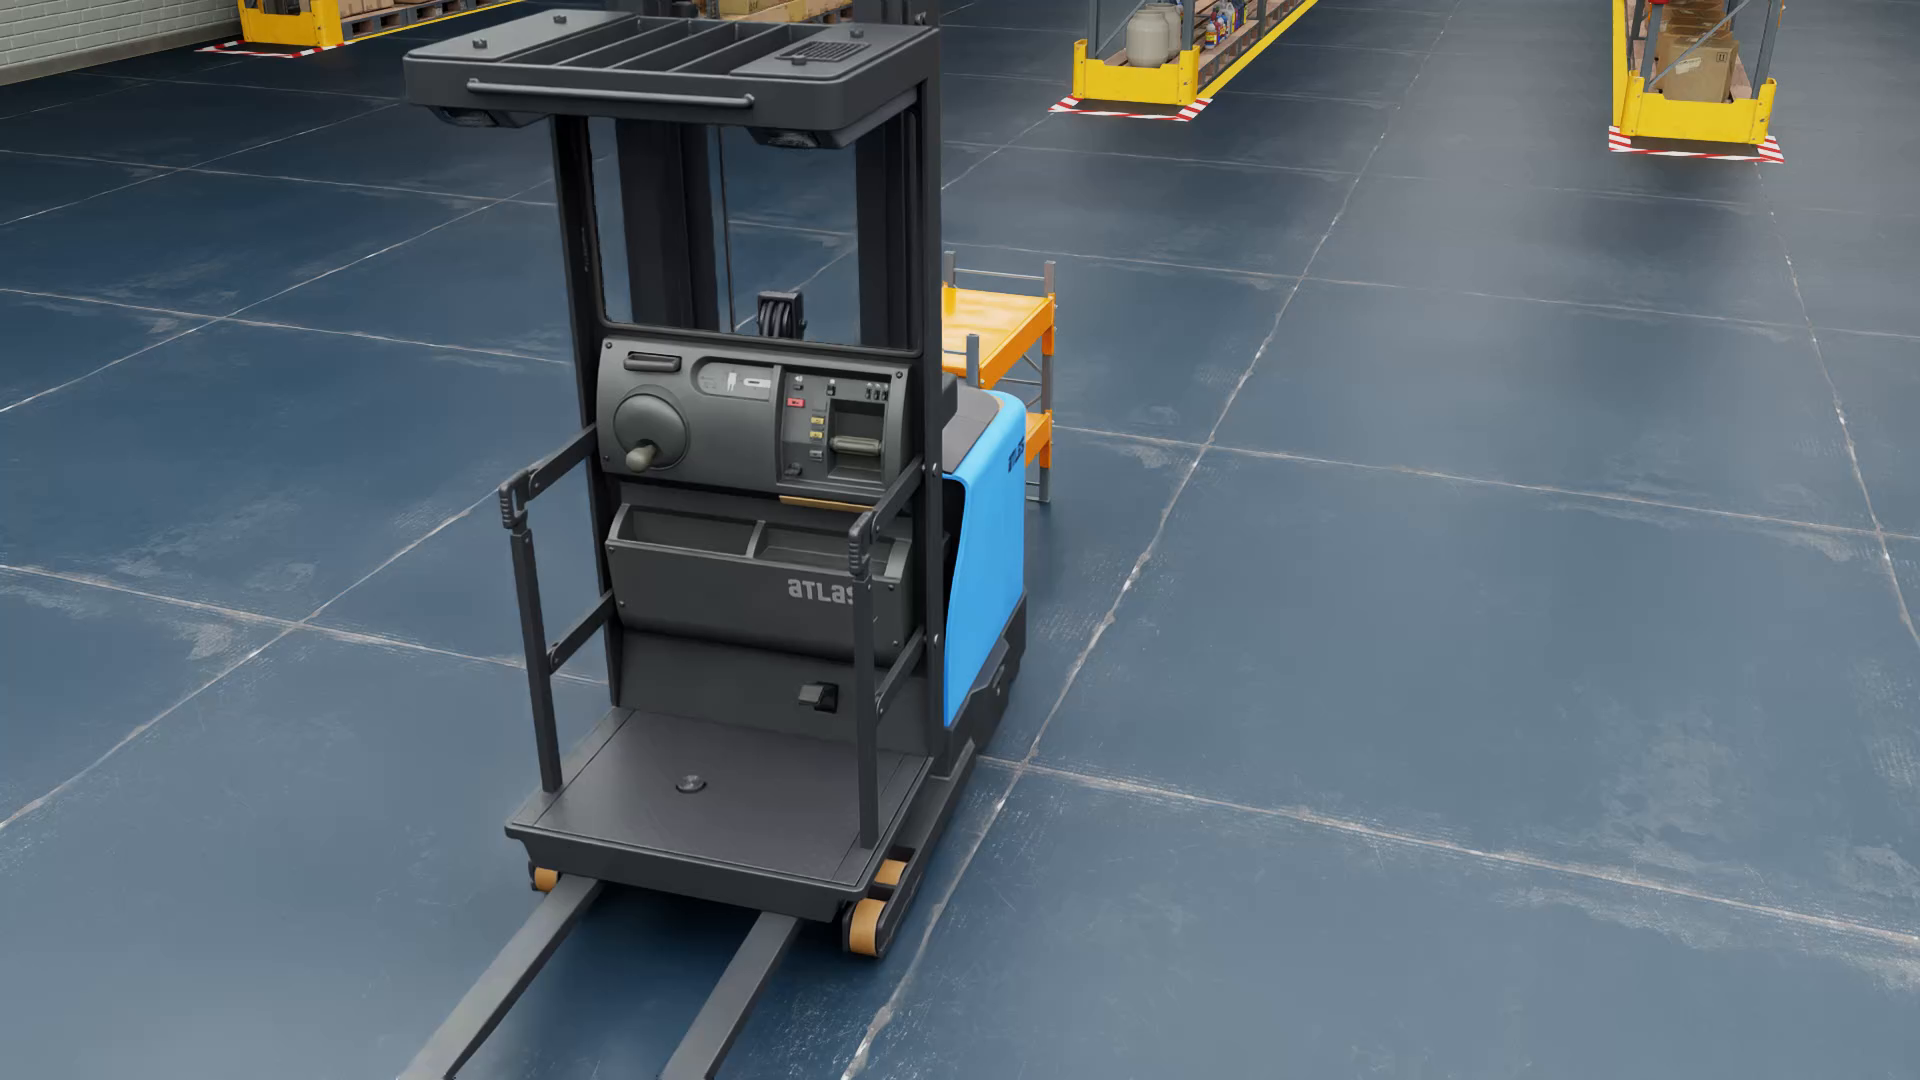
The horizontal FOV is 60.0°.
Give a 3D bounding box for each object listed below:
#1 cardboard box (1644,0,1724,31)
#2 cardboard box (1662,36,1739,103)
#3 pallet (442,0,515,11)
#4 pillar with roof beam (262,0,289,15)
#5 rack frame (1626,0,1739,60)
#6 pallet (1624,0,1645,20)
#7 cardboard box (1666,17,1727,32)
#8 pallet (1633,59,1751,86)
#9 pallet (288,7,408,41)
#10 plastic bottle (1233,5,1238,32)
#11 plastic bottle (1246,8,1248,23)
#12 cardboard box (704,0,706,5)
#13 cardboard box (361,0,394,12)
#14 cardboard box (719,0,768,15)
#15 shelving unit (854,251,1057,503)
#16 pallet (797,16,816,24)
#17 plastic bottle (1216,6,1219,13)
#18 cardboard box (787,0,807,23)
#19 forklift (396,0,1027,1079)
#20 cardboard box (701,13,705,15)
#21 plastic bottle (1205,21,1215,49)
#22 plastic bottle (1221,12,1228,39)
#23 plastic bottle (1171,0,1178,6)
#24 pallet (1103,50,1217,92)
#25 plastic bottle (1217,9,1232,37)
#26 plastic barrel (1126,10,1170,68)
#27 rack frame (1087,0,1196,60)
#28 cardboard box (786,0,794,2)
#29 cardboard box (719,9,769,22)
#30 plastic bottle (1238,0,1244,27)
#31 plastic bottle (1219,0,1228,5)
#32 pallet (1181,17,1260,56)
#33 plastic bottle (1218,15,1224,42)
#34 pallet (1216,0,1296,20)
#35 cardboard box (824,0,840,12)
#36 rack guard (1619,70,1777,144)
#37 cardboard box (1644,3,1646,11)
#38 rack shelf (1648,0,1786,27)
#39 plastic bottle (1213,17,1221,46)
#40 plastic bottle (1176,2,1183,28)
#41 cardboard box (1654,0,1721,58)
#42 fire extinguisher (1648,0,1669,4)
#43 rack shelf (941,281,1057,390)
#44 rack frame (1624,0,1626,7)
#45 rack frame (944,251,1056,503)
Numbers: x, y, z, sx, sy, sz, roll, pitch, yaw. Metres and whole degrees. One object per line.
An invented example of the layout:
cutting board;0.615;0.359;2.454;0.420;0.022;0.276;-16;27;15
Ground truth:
cardboard box;7.928;-5.826;18.204;0.700;0.500;0.500;7;27;13
cardboard box;6.596;-4.178;14.823;0.500;0.500;0.500;14;29;27
pallet;-6.499;-7.122;21.718;1.003;0.211;1.213;9;27;17
pillar with roof beam;-4.164;-9.504;16.552;9.100;9.000;0.400;9;27;17
rack frame;7.704;-6.503;17.240;1.000;3.000;0.127;9;27;17
pallet;8.773;-6.571;20.580;1.003;0.211;1.213;9;27;17
cardboard box;6.989;-4.683;15.866;0.500;0.500;0.500;11;28;22
pallet;7.109;-4.464;16.228;1.003;0.211;1.213;9;27;17
pallet;-7.311;-6.120;19.647;1.003;0.211;1.213;9;27;17
plastic bottle;3.012;-5.739;18.273;0.061;0.283;0.133;11;28;21
plastic bottle;3.206;-5.966;18.836;0.097;0.201;0.097;0;26;0
cardboard box;-2.751;-6.263;18.557;0.500;0.500;0.500;9;27;17
cardboard box;-7.136;-6.508;19.830;0.500;0.311;0.500;11;28;22
cardboard box;-2.415;-5.981;17.973;0.500;0.500;0.500;9;27;17
shelving unit;0.002;-0.509;7.011;0.538;1.125;1.048;9;27;17
pallet;-2.345;-5.863;19.116;1.003;0.211;1.213;9;27;17
plastic bottle;2.814;-5.683;18.158;0.061;0.283;0.133;9;27;17
cardboard box;-2.079;-6.054;18.984;0.500;0.250;0.500;9;27;17
forklift;-0.655;-0.314;4.536;1.130;2.935;3.031;7;27;15
cardboard box;-3.068;-5.512;17.867;0.500;0.250;0.500;9;27;17
plastic bottle;2.599;-5.248;17.273;0.097;0.271;0.097;0;26;0
plastic bottle;2.814;-5.513;17.820;0.097;0.271;0.097;0;26;0
plastic bottle;2.373;-5.956;18.644;0.144;0.351;0.185;10;27;19
pallet;1.958;-4.694;16.703;1.003;0.211;1.213;9;27;17
plastic bottle;2.861;-5.610;18.014;0.152;0.276;0.135;9;27;18
plastic barrel;1.849;-4.929;16.361;0.421;0.512;0.421;0;26;0
rack frame;1.702;-5.578;15.328;1.000;3.000;0.127;9;27;17
cardboard box;-2.078;-6.391;18.820;0.500;0.500;0.500;9;27;17
cardboard box;-2.417;-5.643;18.137;0.500;0.250;0.500;9;27;17
plastic bottle;3.091;-5.921;18.572;0.144;0.351;0.185;8;27;16
plastic bottle;2.955;-5.942;18.615;0.144;0.351;0.185;9;27;17
pallet;2.770;-5.697;18.774;1.003;0.211;1.213;9;27;17
plastic bottle;2.747;-5.430;17.648;0.097;0.271;0.097;0;26;0
pallet;3.662;-6.798;21.048;1.003;0.211;1.213;9;27;17
cardboard box;-1.761;-6.467;19.837;0.500;0.250;0.500;9;27;17
rack guard;6.398;-3.766;14.454;1.175;0.500;0.348;9;27;17
cardboard box;8.476;-6.478;19.551;0.700;0.500;0.500;11;28;22
rack shelf;7.038;-5.358;15.699;1.077;0.370;4.000;9;27;17
plastic bottle;2.692;-5.344;17.457;0.061;0.283;0.133;9;27;18
plastic bottle;2.439;-5.843;18.502;0.097;0.271;0.097;0;26;0
cardboard box;7.349;-5.172;16.877;0.500;0.500;0.500;19;32;34
fire extinguisher;5.900;-4.845;13.903;0.296;0.674;0.183;9;27;17
rack shelf;0.002;-0.772;6.883;0.538;0.278;1.000;9;27;17
rack frame;9.035;-8.147;20.635;1.000;3.000;0.127;9;27;17
rack frame;0.171;-0.718;7.442;0.500;1.125;0.032;9;27;17
